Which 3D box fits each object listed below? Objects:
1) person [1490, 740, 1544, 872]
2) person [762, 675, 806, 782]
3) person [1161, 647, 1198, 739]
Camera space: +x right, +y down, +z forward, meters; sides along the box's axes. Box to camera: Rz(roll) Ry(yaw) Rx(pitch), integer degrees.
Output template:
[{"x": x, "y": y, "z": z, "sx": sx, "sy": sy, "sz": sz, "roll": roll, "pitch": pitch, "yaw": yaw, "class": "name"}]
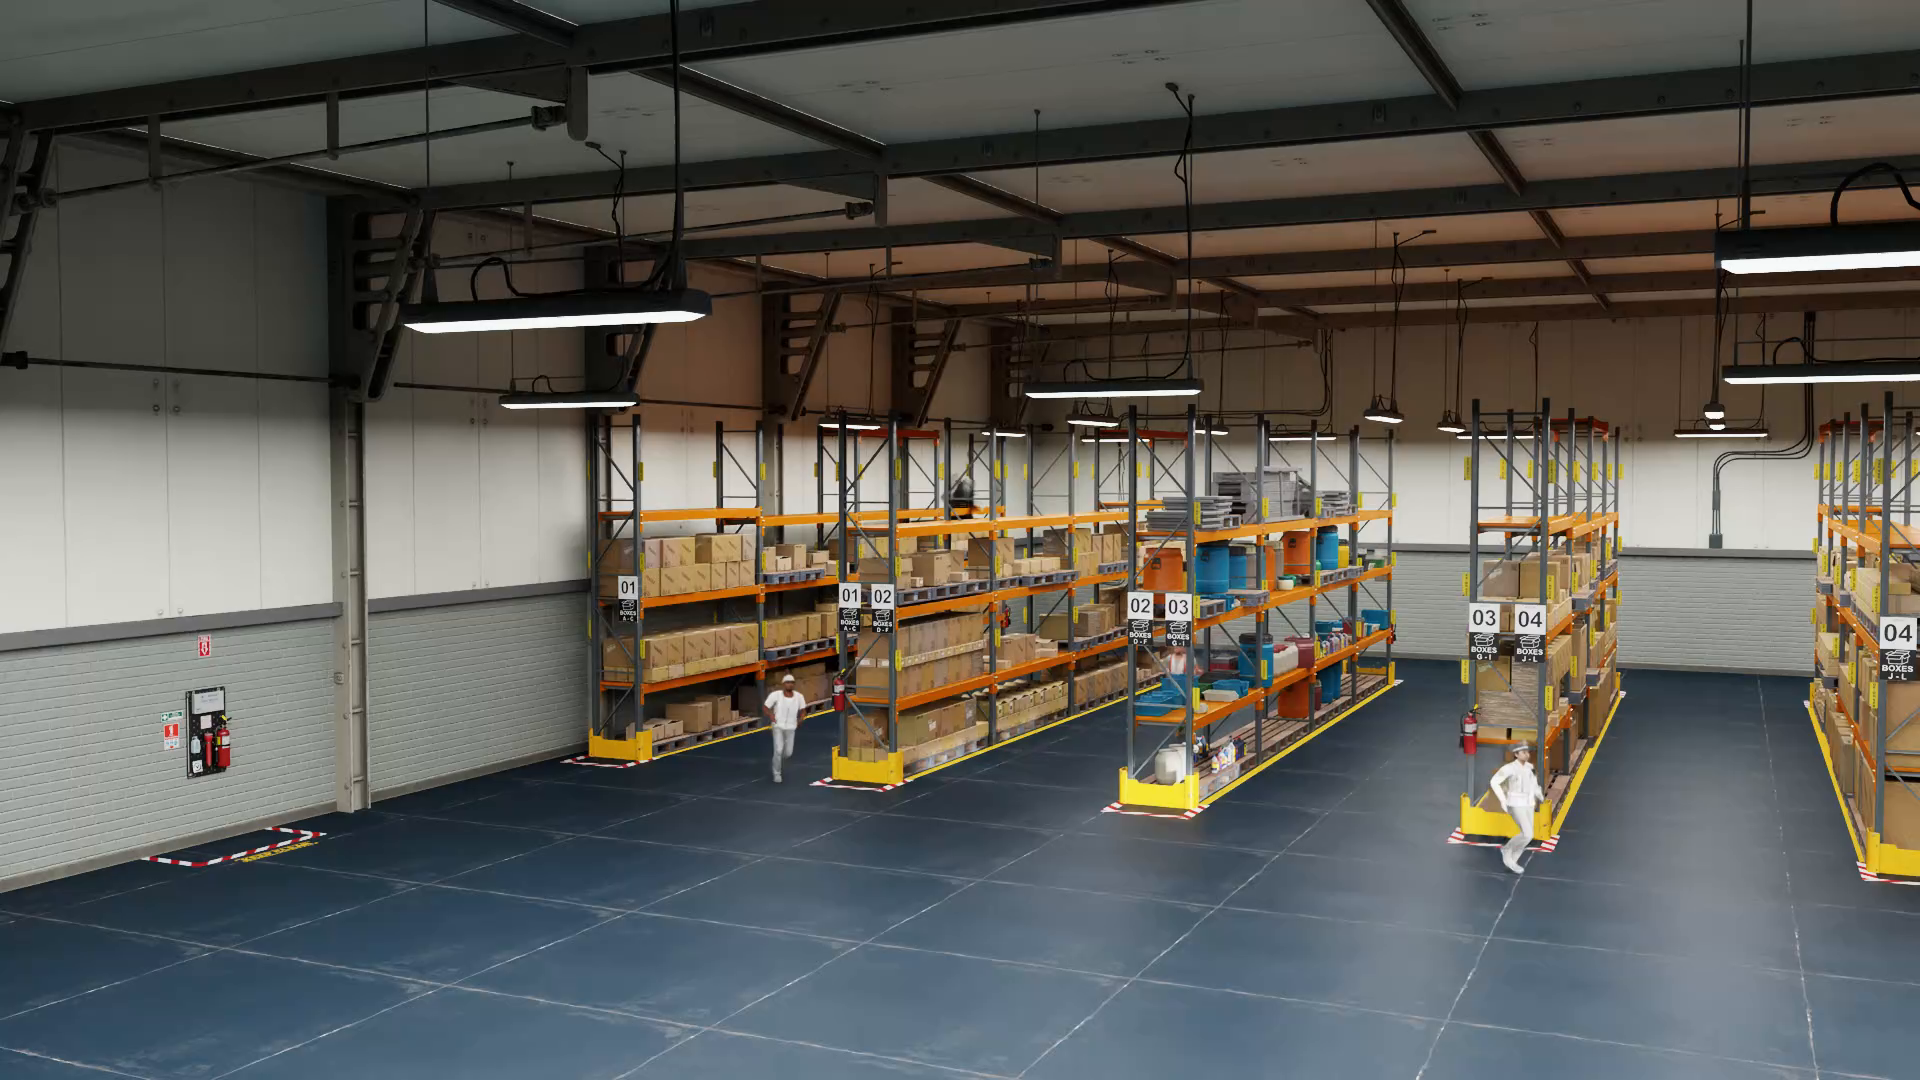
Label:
[{"x": 7.001, "y": 3.321, "z": 20.666, "sx": 0.605, "sy": 1.654, "sz": 0.565, "roll": -1, "pitch": 3, "yaw": -26, "class": "person"}, {"x": -2.854, "y": 3.042, "z": 27.090, "sx": 0.734, "sy": 1.712, "sz": 0.640, "roll": -1, "pitch": 2, "yaw": -18, "class": "person"}, {"x": 4.110, "y": 2.791, "z": 31.409, "sx": 0.619, "sy": 1.821, "sz": 0.843, "roll": 1, "pitch": 3, "yaw": 24, "class": "person"}]
